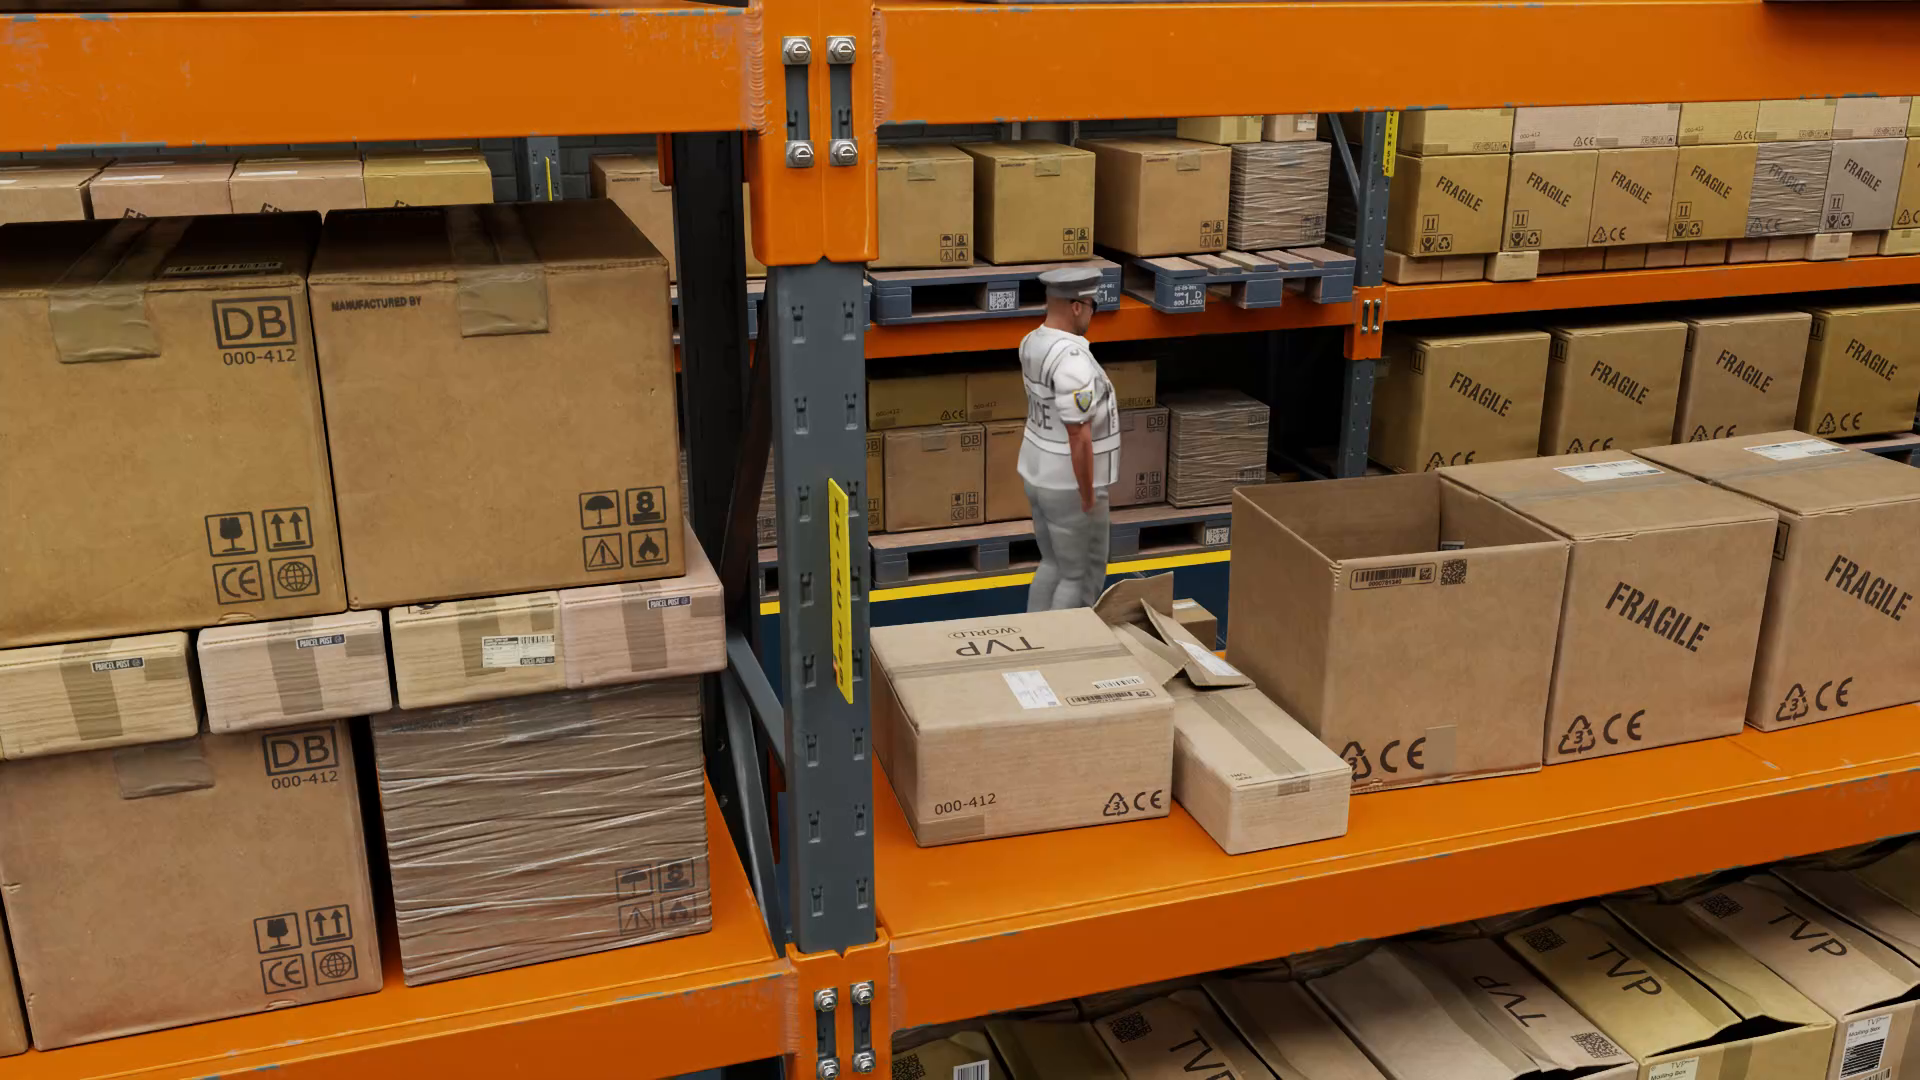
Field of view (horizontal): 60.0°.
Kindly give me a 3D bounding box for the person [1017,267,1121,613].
[{"bbox_3d":[0.442,-0.240,6.769,0.392,1.742,0.529,-6,20,-16],"label":"person"}]
